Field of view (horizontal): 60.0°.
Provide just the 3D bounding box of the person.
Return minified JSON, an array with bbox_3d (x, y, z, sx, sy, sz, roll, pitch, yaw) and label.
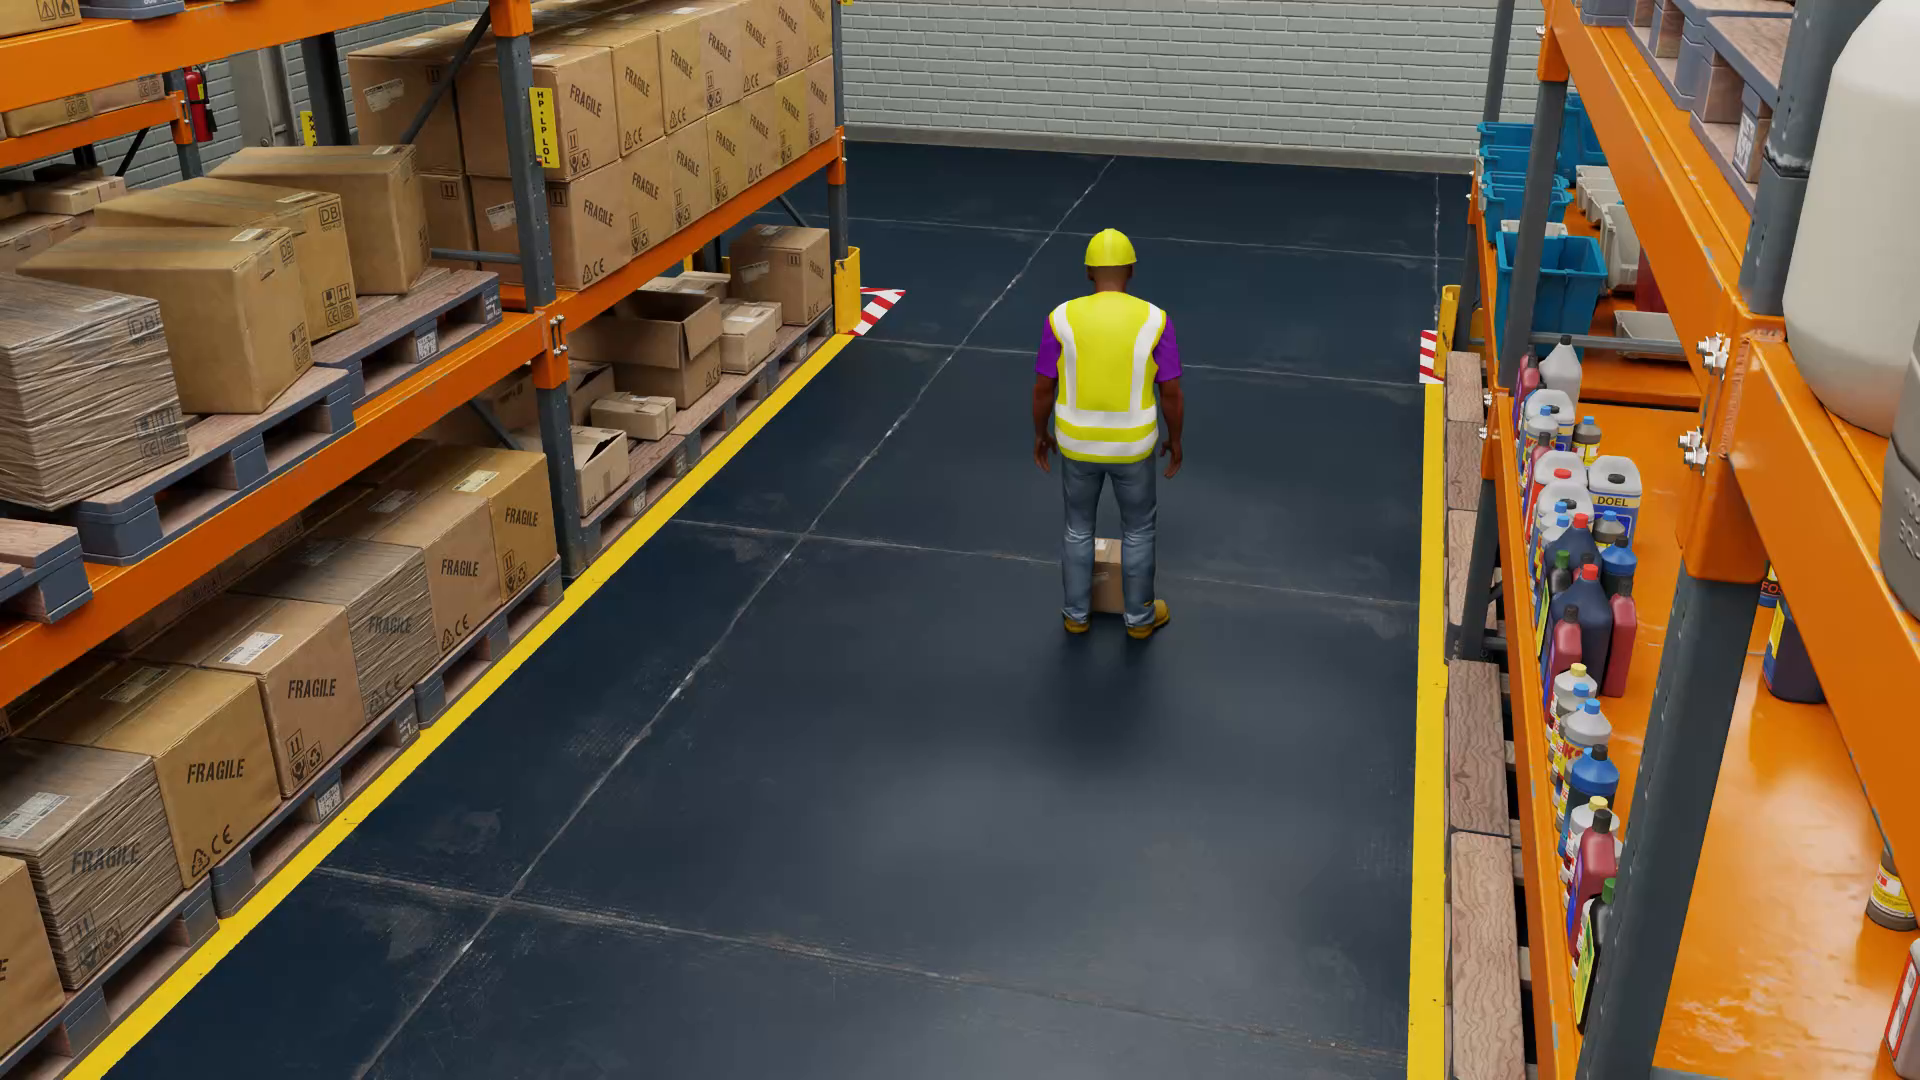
[{"bbox_3d":[12.474,-3.943,5.964,23.700,9.002,6.029,5,26,10],"label":"person"}]
